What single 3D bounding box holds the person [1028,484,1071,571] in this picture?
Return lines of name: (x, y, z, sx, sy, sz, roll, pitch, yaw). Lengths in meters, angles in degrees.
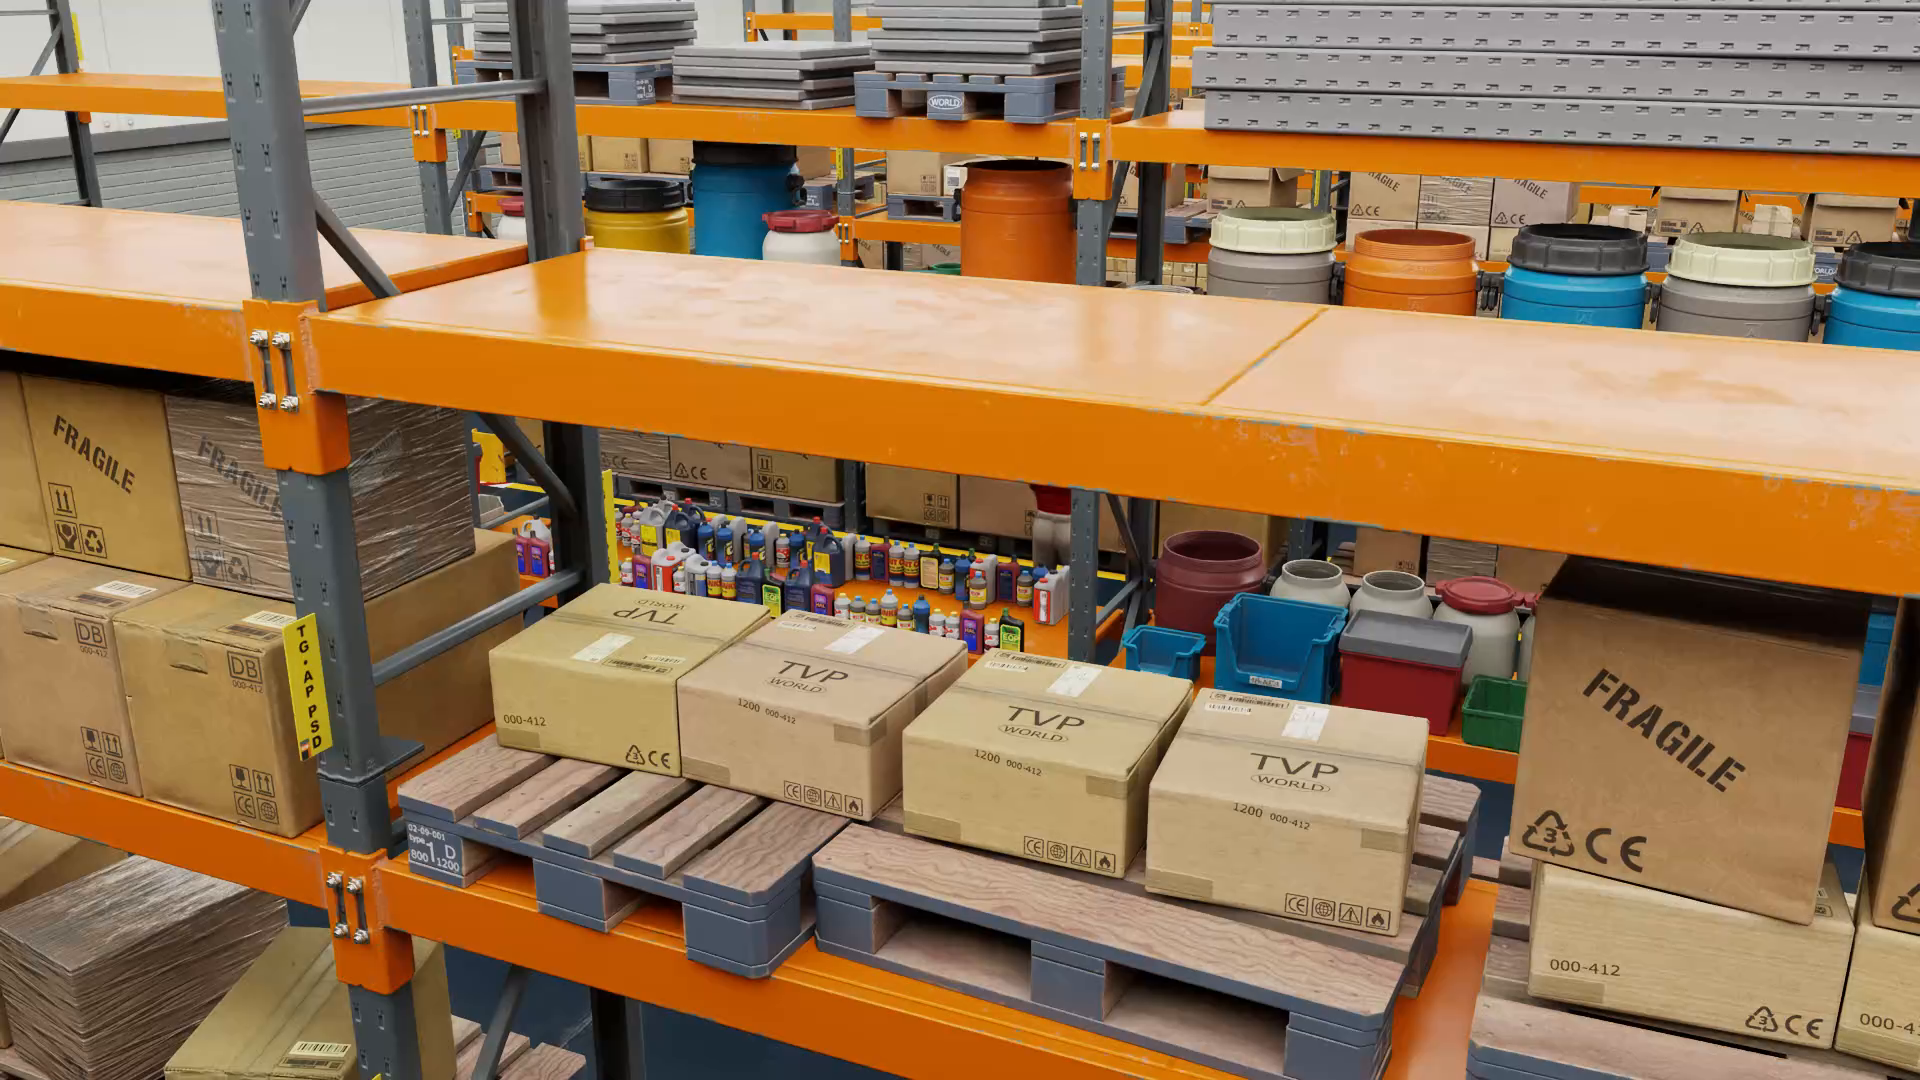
person: (0.760, -0.067, 12.302, 0.493, 1.712, 0.537, 8, 21, 23)
